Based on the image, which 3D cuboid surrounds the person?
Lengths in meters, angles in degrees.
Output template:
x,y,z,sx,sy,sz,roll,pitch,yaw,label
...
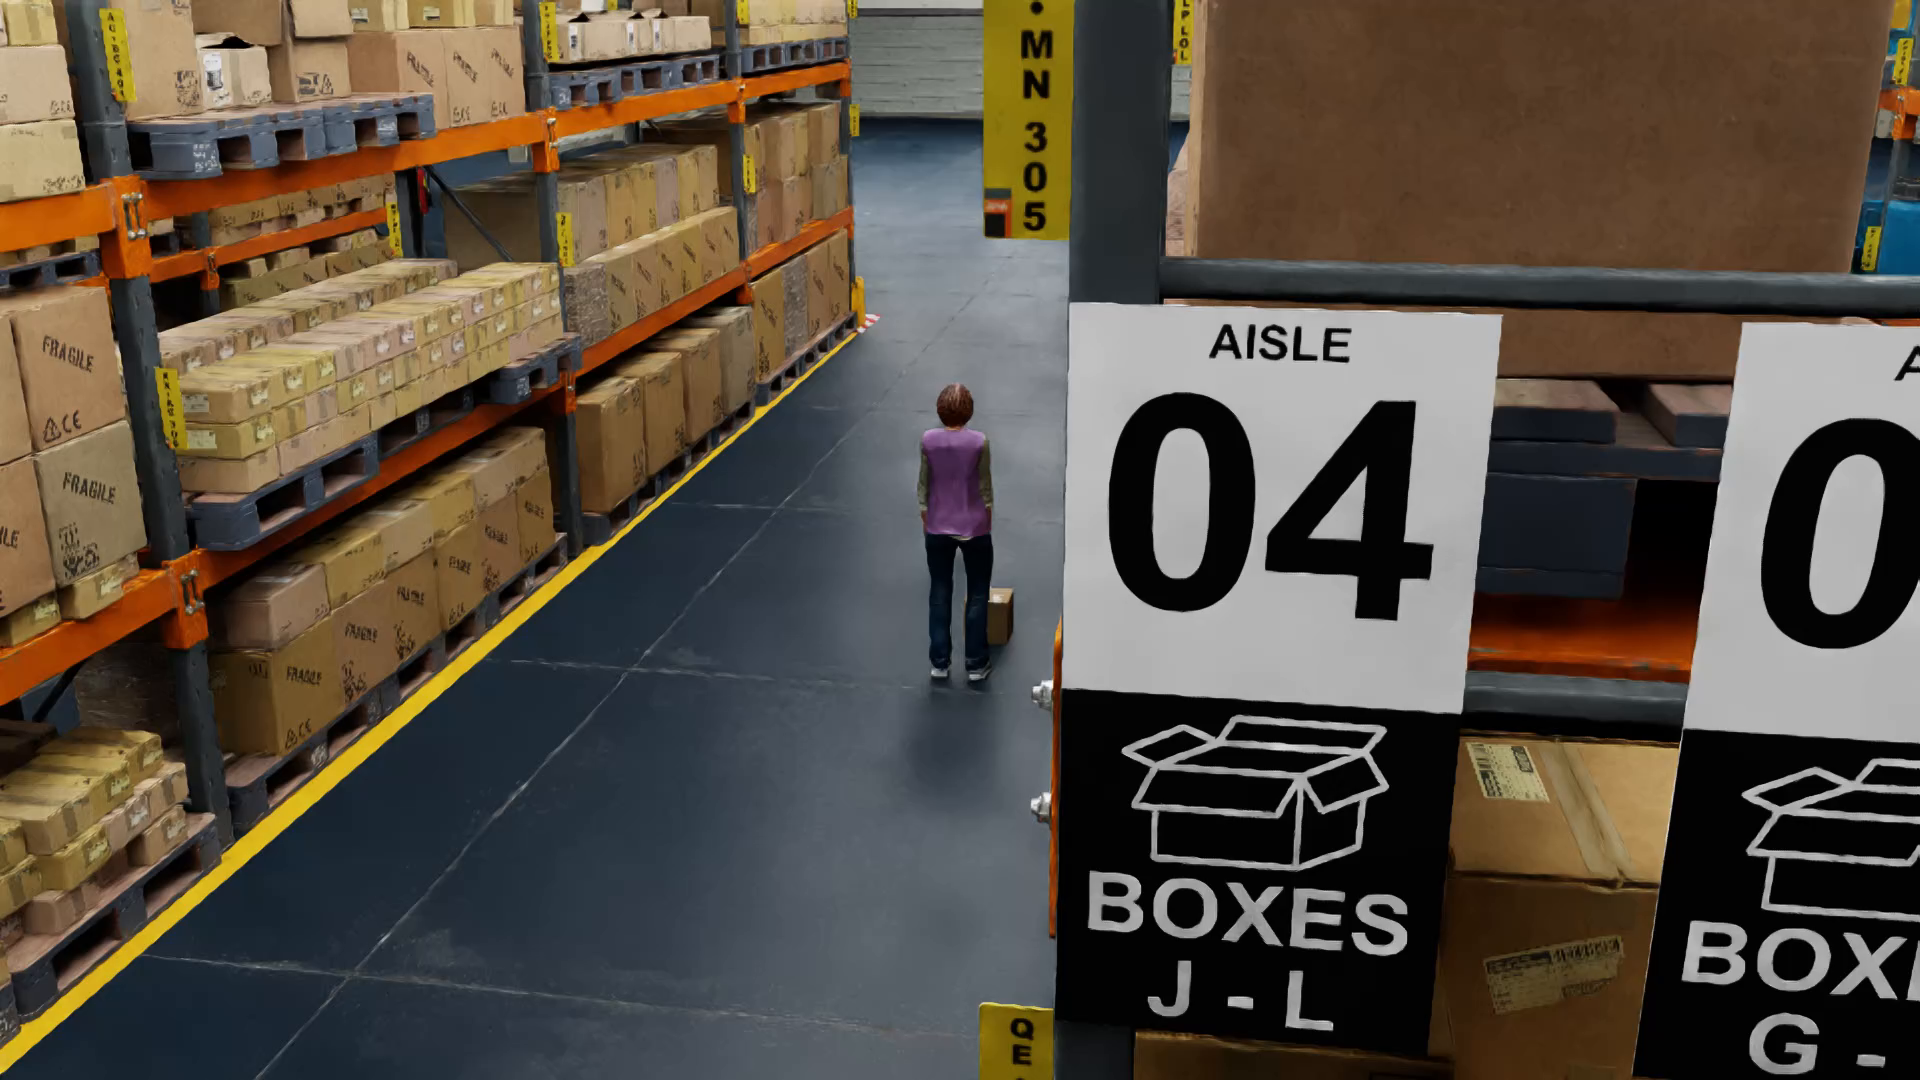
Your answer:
x,y,z,sx,sy,sz,roll,pitch,yaw,label
-0.026,-0.041,8.710,0.407,1.594,0.299,4,19,12,person
